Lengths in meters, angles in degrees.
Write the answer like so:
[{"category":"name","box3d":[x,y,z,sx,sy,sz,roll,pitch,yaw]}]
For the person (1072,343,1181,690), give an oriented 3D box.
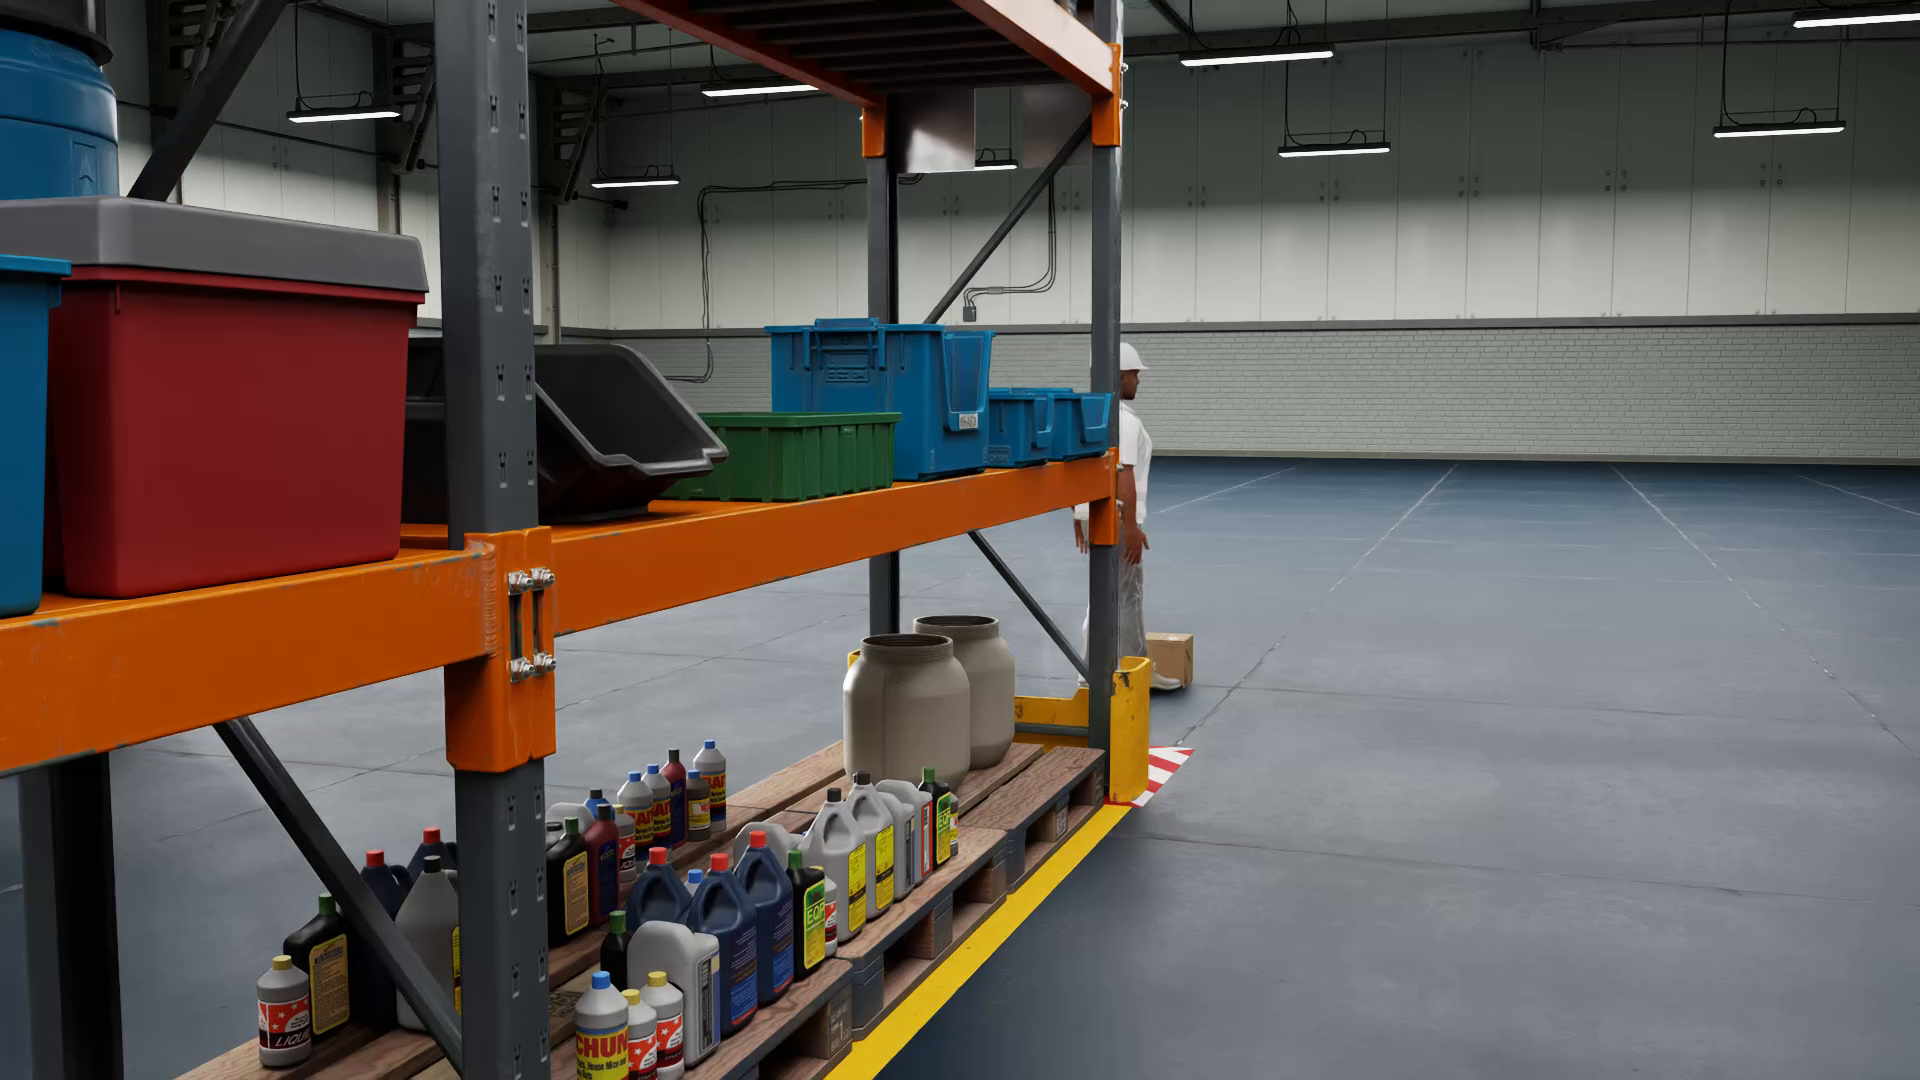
[{"category":"person","box3d":[0.876,-0.092,8.225,0.626,1.761,0.587,-1,5,-16]}]
